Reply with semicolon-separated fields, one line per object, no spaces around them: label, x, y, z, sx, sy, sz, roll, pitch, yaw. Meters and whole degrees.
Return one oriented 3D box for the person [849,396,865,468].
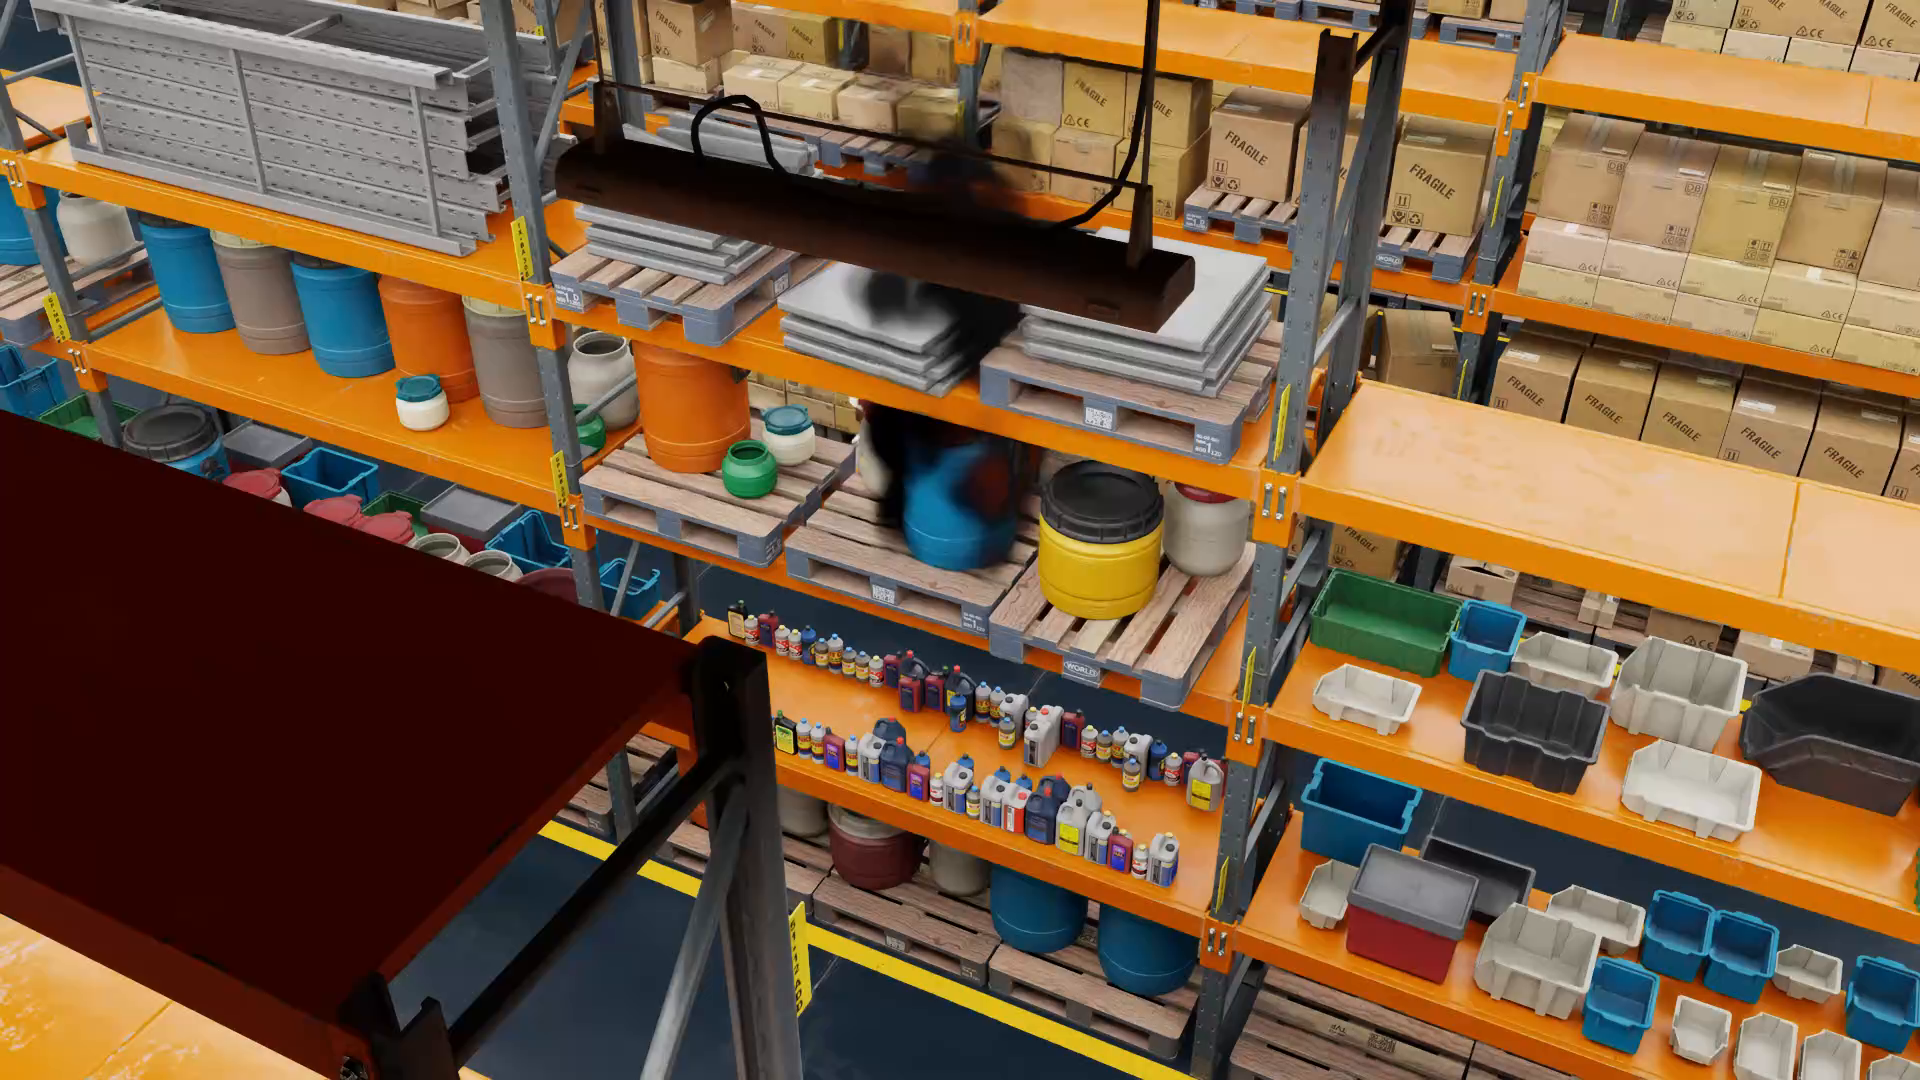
person;-0.606;-0.309;12.200;0.882;1.816;0.674;11;36;15
